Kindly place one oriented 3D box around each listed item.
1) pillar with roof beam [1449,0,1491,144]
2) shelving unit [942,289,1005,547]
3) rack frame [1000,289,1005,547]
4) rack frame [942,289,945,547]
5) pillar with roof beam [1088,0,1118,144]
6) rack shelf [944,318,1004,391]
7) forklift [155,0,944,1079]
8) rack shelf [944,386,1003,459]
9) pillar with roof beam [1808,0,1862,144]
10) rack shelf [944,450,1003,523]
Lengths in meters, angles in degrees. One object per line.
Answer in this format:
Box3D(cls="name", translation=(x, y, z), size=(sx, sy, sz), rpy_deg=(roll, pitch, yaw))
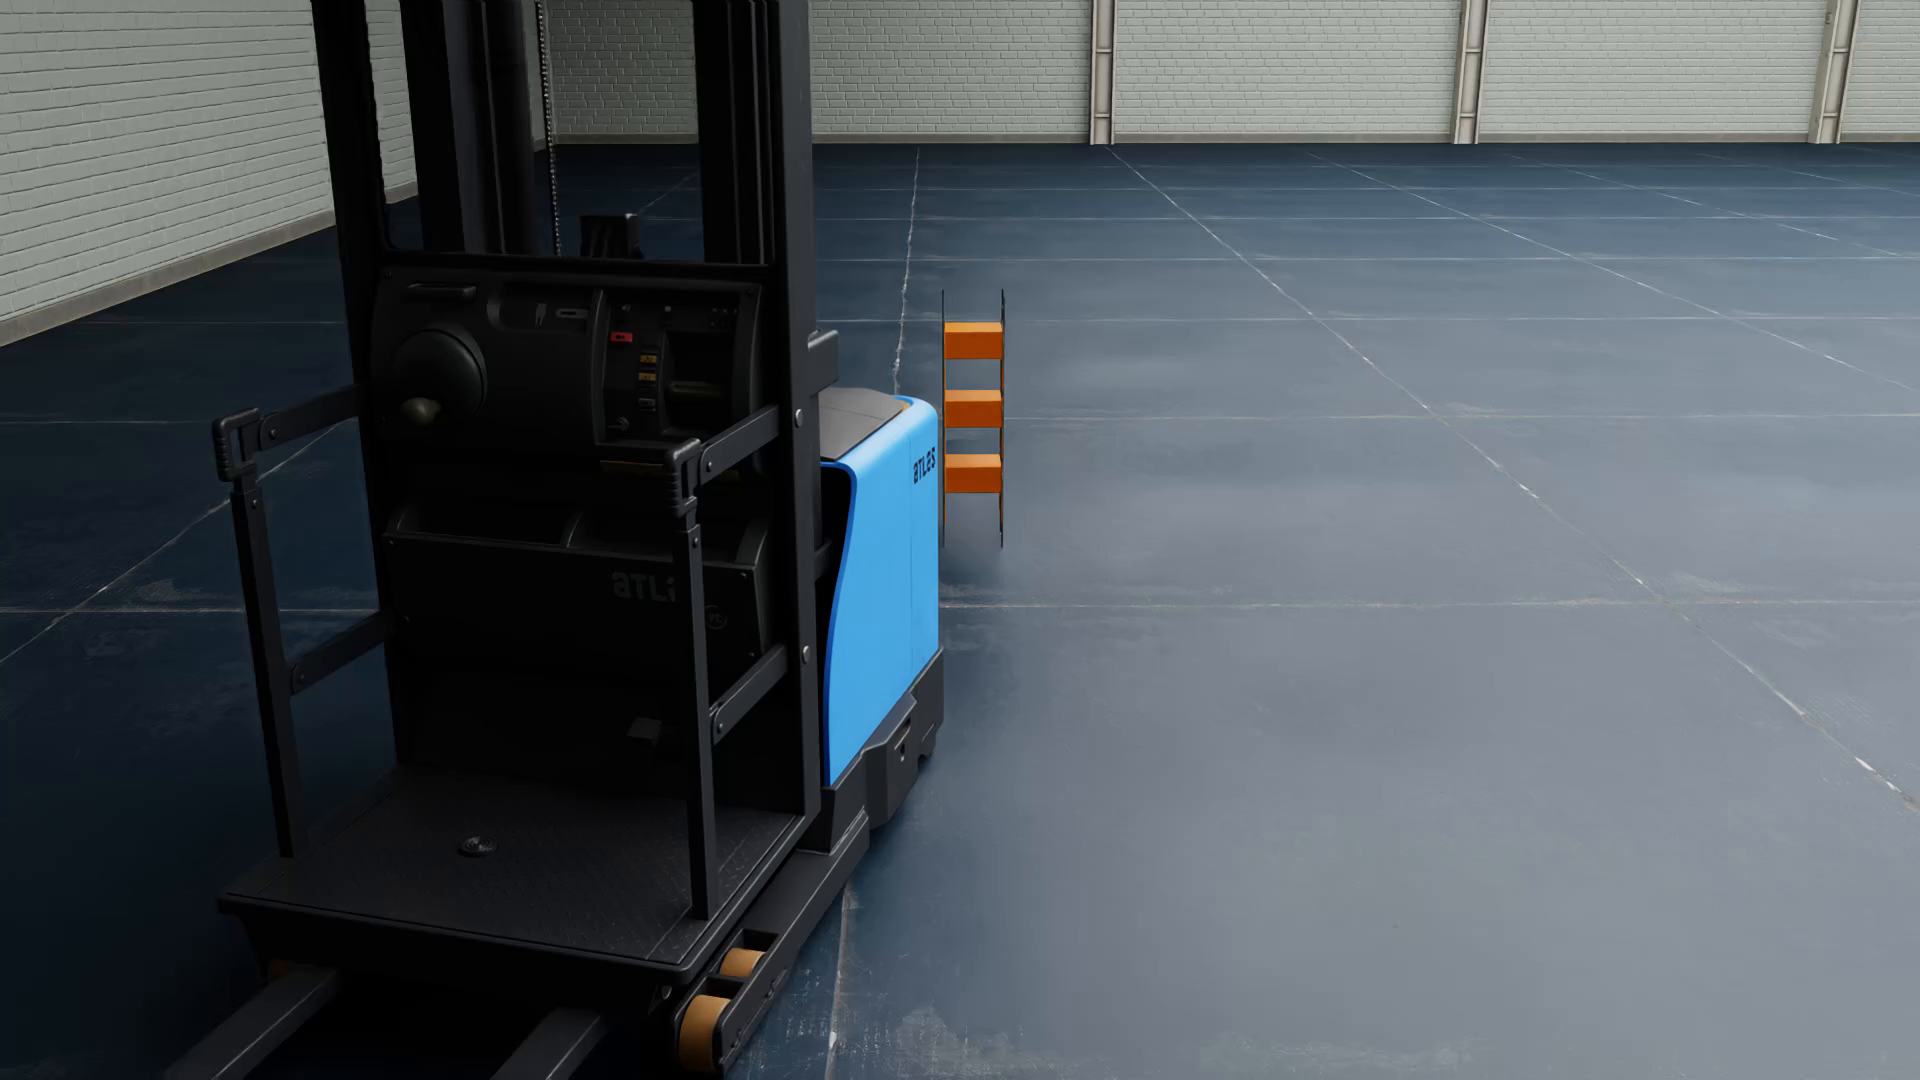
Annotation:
Box3D(cls="pillar with roof beam", translation=(8.396, -9.536, 22.043), size=(0.400, 9.000, 9.100), rpy_deg=(0, 18, -1))
Box3D(cls="shelving unit", translation=(0.053, -0.500, 6.888), size=(0.252, 1.050, 0.215), rpy_deg=(0, 18, -1))
Box3D(cls="rack frame", translation=(0.175, -0.501, 6.890), size=(0.008, 1.050, 0.200), rpy_deg=(0, 18, -1))
Box3D(cls="rack frame", translation=(-0.068, -0.500, 6.886), size=(0.008, 1.050, 0.200), rpy_deg=(0, 18, -1))
Box3D(cls="pillar with roof beam", translation=(2.396, -9.507, 21.953), size=(0.400, 9.000, 9.100), rpy_deg=(0, 18, -1))
Box3D(cls="rack shelf", translation=(0.053, -0.760, 6.805), size=(0.240, 0.259, 0.215), rpy_deg=(0, 18, -1))
Box3D(cls="forklift", translation=(-0.934, -0.395, 3.482), size=(1.130, 2.935, 3.031), rpy_deg=(5, 18, 15))
Box3D(cls="rack shelf", translation=(0.053, -0.490, 6.891), size=(0.240, 0.259, 0.215), rpy_deg=(0, 18, -1))
Box3D(cls="pillar with roof beam", translation=(14.395, -9.565, 22.133), size=(0.400, 9.000, 9.100), rpy_deg=(0, 18, -1))
Box3D(cls="rack shelf", translation=(0.053, -0.225, 6.976), size=(0.240, 0.259, 0.215), rpy_deg=(0, 18, -1))
